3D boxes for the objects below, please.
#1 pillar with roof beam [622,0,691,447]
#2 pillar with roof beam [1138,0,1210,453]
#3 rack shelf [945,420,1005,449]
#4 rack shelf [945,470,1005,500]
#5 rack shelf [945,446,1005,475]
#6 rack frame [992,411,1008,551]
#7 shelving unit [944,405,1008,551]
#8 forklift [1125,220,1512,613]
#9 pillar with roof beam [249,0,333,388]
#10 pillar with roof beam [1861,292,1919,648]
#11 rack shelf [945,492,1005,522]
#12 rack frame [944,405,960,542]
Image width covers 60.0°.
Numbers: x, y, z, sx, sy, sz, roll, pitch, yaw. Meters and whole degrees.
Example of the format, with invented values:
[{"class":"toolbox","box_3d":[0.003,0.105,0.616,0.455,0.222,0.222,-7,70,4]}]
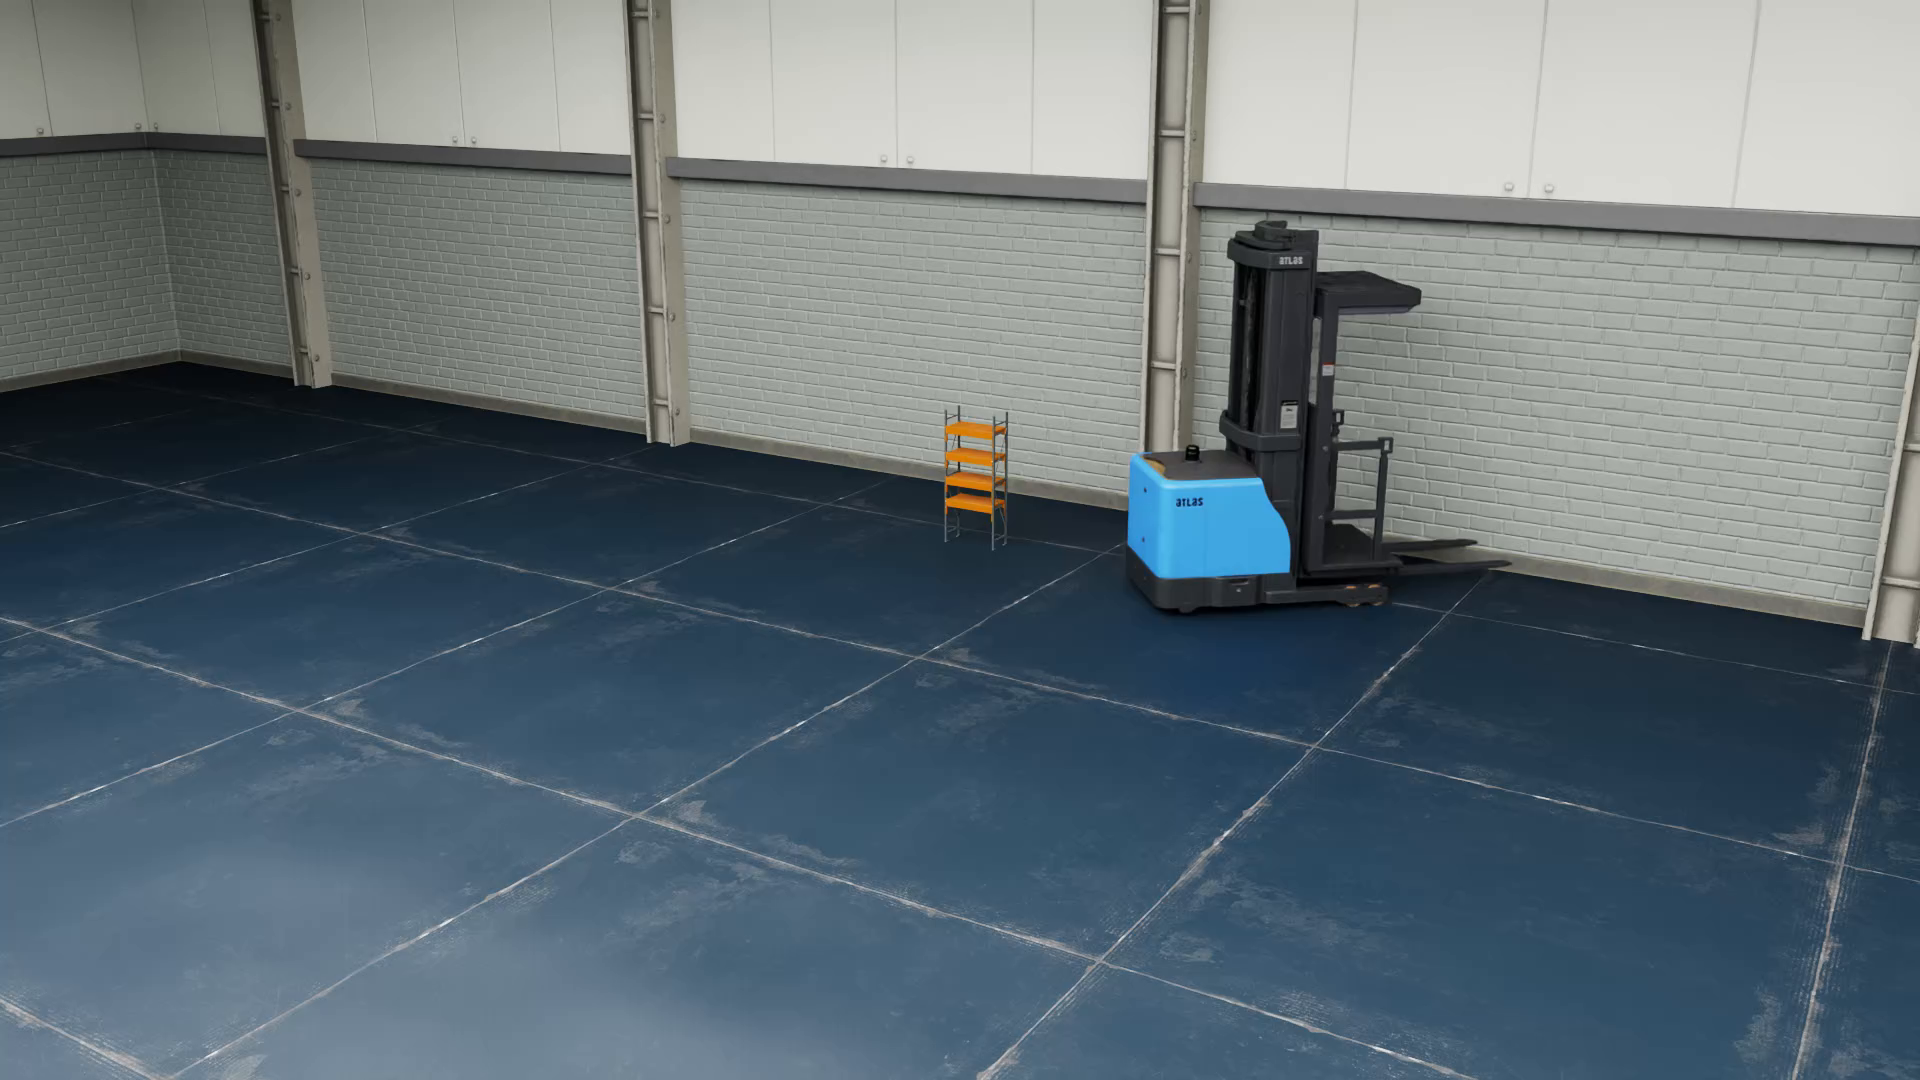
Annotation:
[{"class":"pillar with roof beam","box_3d":[-5.482,-4.332,13.661,0.400,9.000,9.100,10,20,30]},{"class":"pillar with roof beam","box_3d":[-0.369,-3.420,10.657,0.400,9.000,9.100,10,20,30]},{"class":"rack shelf","box_3d":[0.141,-0.925,14.510,0.480,0.148,0.258,10,20,30]},{"class":"rack shelf","box_3d":[0.141,-0.485,14.643,0.480,0.148,0.258,10,20,30]},{"class":"rack shelf","box_3d":[0.141,-0.699,14.578,0.480,0.148,0.258,10,20,30]},{"class":"rack frame","box_3d":[0.349,-0.512,14.502,0.015,1.200,0.240,10,20,30]},{"class":"shelving unit","box_3d":[0.141,-0.549,14.624,0.503,1.200,0.258,10,20,30]},{"class":"forklift","box_3d":[2.934,-1.020,13.196,3.031,2.935,1.130,-3,17,-9]},{"class":"pillar with roof beam","box_3d":[-10.595,-5.245,16.666,0.400,9.000,9.100,10,20,30]},{"class":"pillar with roof beam","box_3d":[4.744,-2.507,7.652,0.400,9.000,9.100,10,20,30]},{"class":"rack shelf","box_3d":[0.141,-0.295,14.701,0.480,0.148,0.258,10,20,30]},{"class":"rack frame","box_3d":[-0.067,-0.586,14.746,0.015,1.200,0.240,10,20,30]}]
